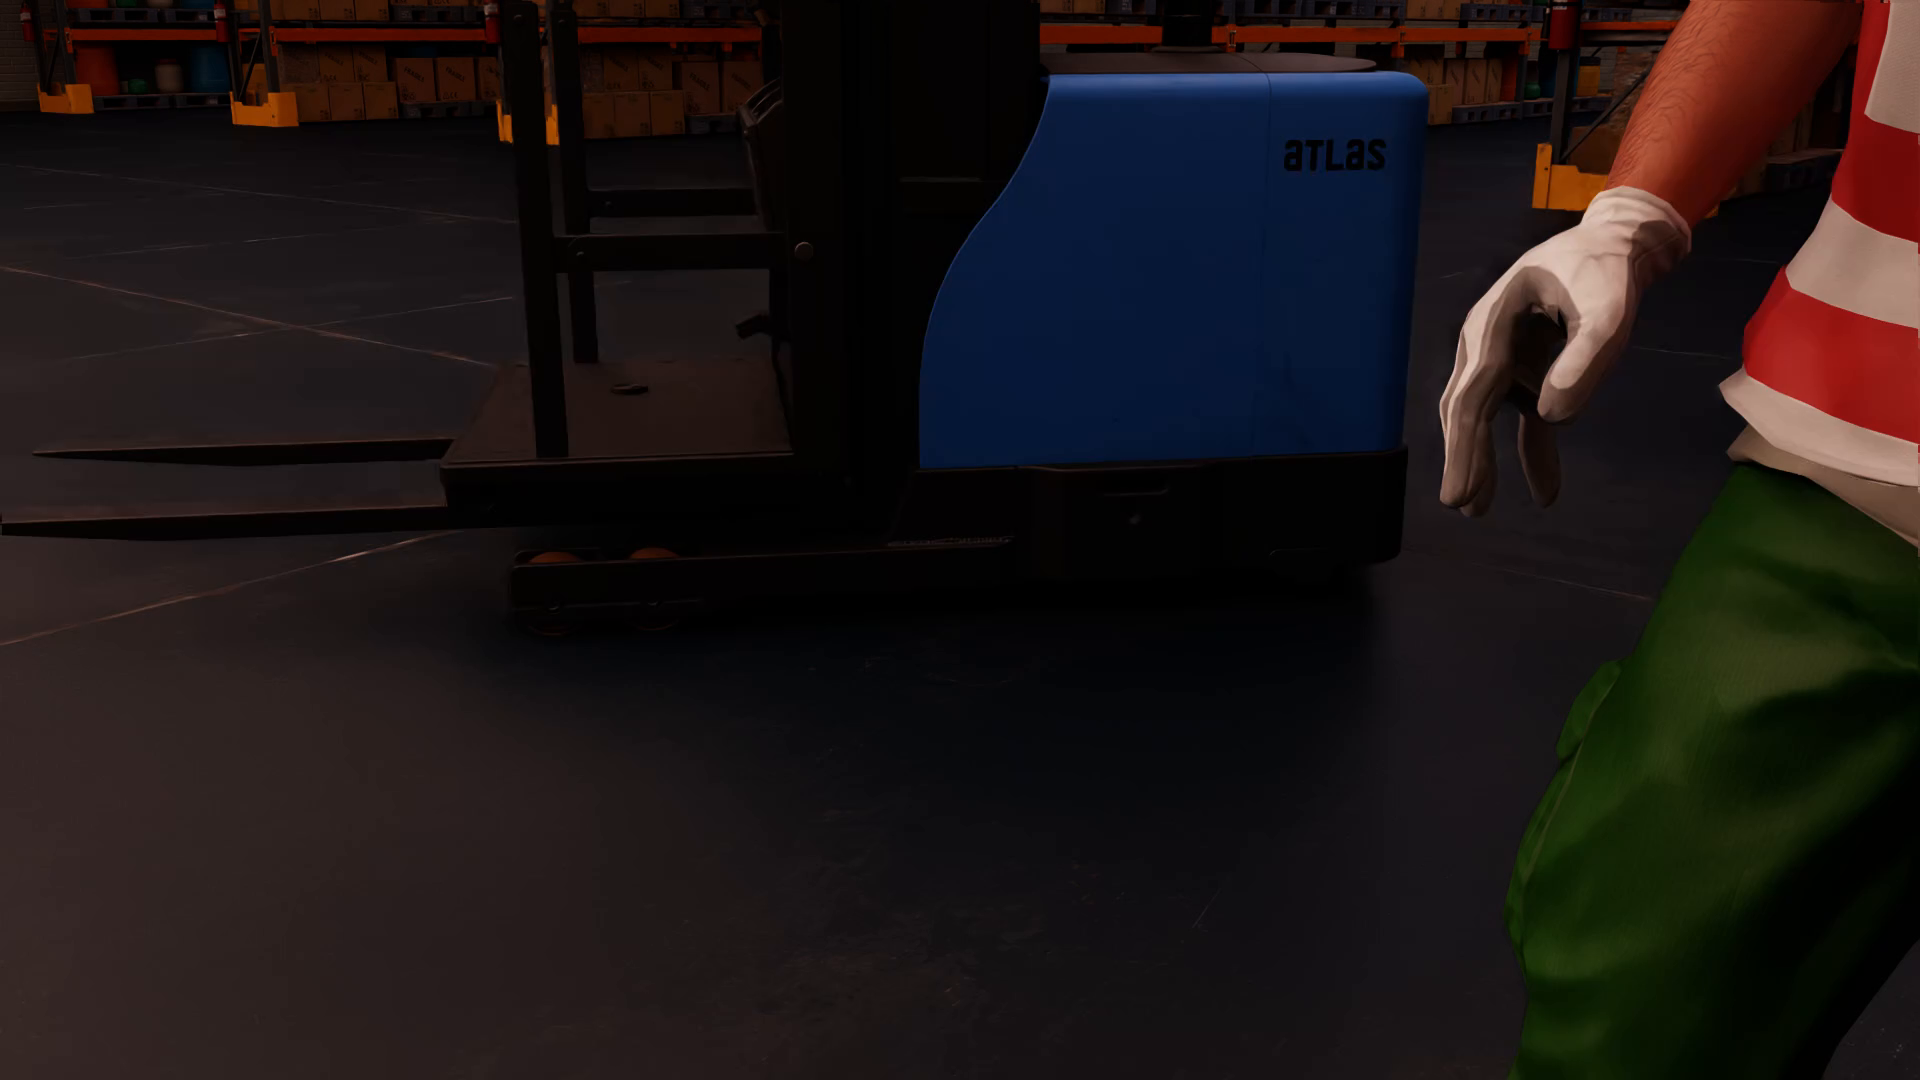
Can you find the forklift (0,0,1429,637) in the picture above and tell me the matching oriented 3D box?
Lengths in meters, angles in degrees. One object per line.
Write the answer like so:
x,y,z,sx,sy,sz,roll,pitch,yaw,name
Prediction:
-0.604,-1.375,3.424,3.031,2.935,1.130,-2,17,-8,forklift
